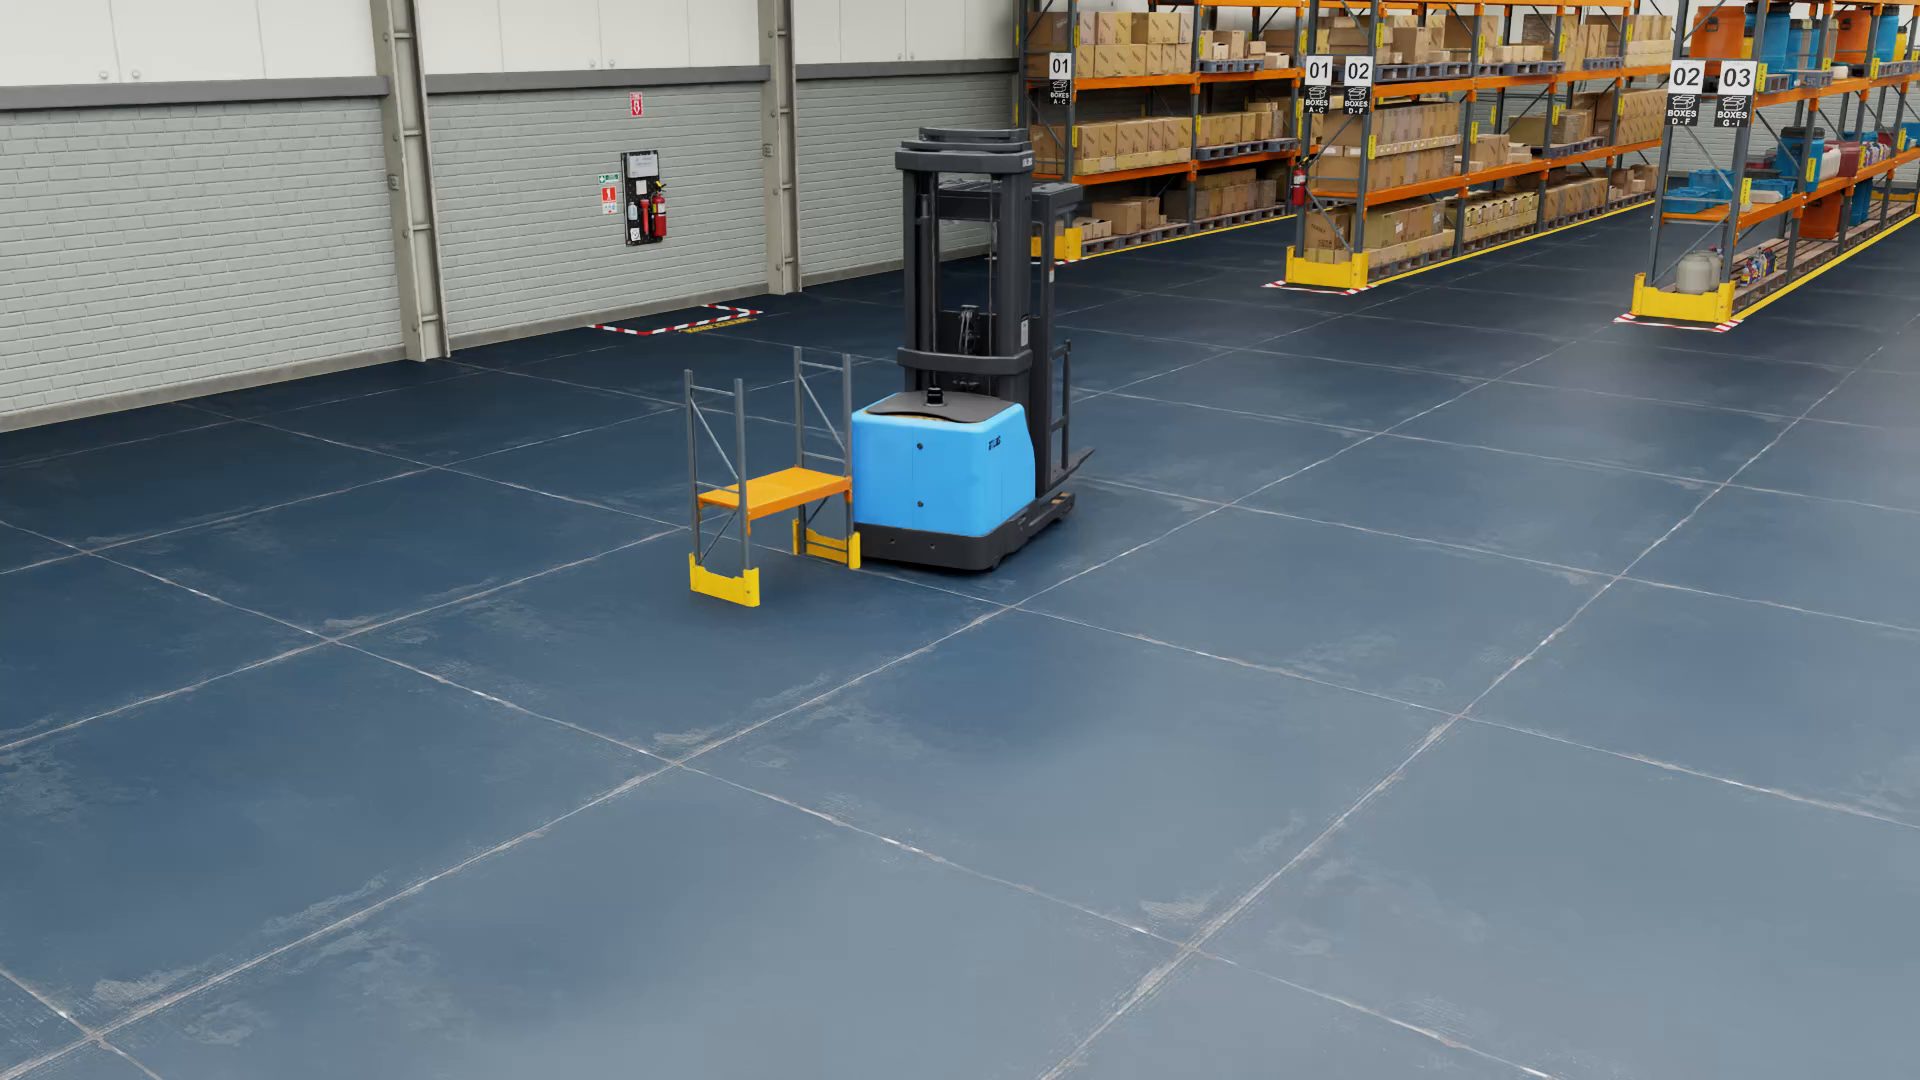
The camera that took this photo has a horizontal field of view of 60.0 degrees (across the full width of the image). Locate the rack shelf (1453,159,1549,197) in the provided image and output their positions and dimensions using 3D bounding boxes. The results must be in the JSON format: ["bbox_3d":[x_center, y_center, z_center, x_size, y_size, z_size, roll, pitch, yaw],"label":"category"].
[{"bbox_3d":[8.925,-6.261,28.559,1.077,0.370,4.000,12,21,35],"label":"rack shelf"}]

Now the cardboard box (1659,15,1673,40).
[{"bbox_3d":[14.591,-10.819,35.111,0.700,0.500,0.500,12,21,35],"label":"cardboard box"}]

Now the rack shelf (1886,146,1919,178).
[{"bbox_3d":[17.668,-7.290,31.874,1.077,0.370,4.000,12,21,35],"label":"rack shelf"}]

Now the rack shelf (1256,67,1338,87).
[{"bbox_3d":[7.328,-9.520,33.998,1.077,0.370,4.000,12,21,35],"label":"rack shelf"}]

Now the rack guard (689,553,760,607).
[{"bbox_3d":[-1.560,0.258,10.992,0.587,0.250,0.087,13,22,36],"label":"rack guard"}]

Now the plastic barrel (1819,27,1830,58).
[{"bbox_3d":[13.040,-7.529,25.649,0.600,0.830,0.708,12,21,35],"label":"plastic barrel"}]

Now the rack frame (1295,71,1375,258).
[{"bbox_3d":[5.350,-5.175,23.851,1.000,3.000,0.127,12,21,35],"label":"rack frame"}]

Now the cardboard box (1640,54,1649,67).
[{"bbox_3d":[13.589,-9.703,33.628,0.500,0.250,0.500,12,21,35],"label":"cardboard box"}]

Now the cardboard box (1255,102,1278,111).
[{"bbox_3d":[5.955,-8.435,32.345,0.380,0.149,0.250,9,20,28],"label":"cardboard box"}]

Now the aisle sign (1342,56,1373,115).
[{"bbox_3d":[5.557,-6.347,23.241,0.394,0.787,0.004,12,21,35],"label":"aisle sign"}]

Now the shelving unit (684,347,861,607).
[{"bbox_3d":[-1.252,-0.455,11.180,0.587,1.500,1.083,13,22,36],"label":"shelving unit"}]

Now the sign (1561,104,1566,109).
[{"bbox_3d":[12.060,-8.541,33.229,0.100,0.325,0.005,12,21,35],"label":"sign"}]

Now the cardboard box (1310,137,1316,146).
[{"bbox_3d":[6.902,-7.989,33.302,0.380,0.149,0.250,13,22,36],"label":"cardboard box"}]

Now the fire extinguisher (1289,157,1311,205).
[{"bbox_3d":[4.907,-5.192,24.036,0.296,0.674,0.183,12,21,35],"label":"fire extinguisher"}]

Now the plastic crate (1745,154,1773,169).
[{"bbox_3d":[11.752,-5.452,24.633,0.402,0.464,0.583,12,21,35],"label":"plastic crate"}]

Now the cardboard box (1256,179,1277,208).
[{"bbox_3d":[5.749,-6.791,32.526,0.700,0.500,0.500,13,21,35],"label":"cardboard box"}]

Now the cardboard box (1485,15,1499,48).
[{"bbox_3d":[8.454,-8.327,27.223,0.500,0.500,0.500,15,23,40],"label":"cardboard box"}]

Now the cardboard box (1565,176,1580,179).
[{"bbox_3d":[12.017,-6.977,33.128,0.500,0.500,0.500,11,21,32],"label":"cardboard box"}]

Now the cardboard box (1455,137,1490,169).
[{"bbox_3d":[8.518,-6.481,27.888,0.500,0.500,0.500,14,22,39],"label":"cardboard box"}]

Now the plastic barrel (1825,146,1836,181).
[{"bbox_3d":[13.401,-5.875,25.915,0.421,0.512,0.421,0,17,0],"label":"plastic barrel"}]

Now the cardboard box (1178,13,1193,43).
[{"bbox_3d":[3.673,-8.802,28.585,0.500,0.500,0.500,10,20,30],"label":"cardboard box"}]

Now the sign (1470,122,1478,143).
[{"bbox_3d":[8.180,-6.481,26.464,0.100,0.325,0.005,12,21,35],"label":"sign"}]

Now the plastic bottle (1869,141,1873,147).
[{"bbox_3d":[16.076,-6.882,29.431,0.144,0.351,0.185,12,21,35],"label":"plastic bottle"}]

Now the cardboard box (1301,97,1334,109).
[{"bbox_3d":[7.229,-8.823,33.629,0.500,0.250,0.500,13,21,35],"label":"cardboard box"}]

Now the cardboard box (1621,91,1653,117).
[{"bbox_3d":[13.928,-8.990,34.279,0.500,0.500,0.500,13,22,36],"label":"cardboard box"}]

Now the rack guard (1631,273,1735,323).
[{"bbox_3d":[9.334,-3.132,21.485,1.175,0.500,0.348,12,21,35],"label":"rack guard"}]

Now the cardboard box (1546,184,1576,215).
[{"bbox_3d":[11.228,-6.399,31.265,0.500,0.500,0.500,12,21,34],"label":"cardboard box"}]

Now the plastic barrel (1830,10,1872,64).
[{"bbox_3d":[14.434,-8.177,27.028,0.600,0.830,0.708,12,21,35],"label":"plastic barrel"}]

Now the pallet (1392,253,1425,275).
[{"bbox_3d":[6.500,-4.322,25.807,1.003,0.211,1.213,12,21,35],"label":"pallet"}]

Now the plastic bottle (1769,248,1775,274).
[{"bbox_3d":[11.557,-3.992,23.767,0.144,0.351,0.185,12,21,33],"label":"plastic bottle"}]

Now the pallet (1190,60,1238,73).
[{"bbox_3d":[4.207,-8.473,29.731,1.213,0.211,1.003,12,21,35],"label":"pallet"}]

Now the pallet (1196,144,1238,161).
[{"bbox_3d":[4.325,-7.067,30.267,1.003,0.211,1.213,12,21,35],"label":"pallet"}]

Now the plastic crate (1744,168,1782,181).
[{"bbox_3d":[11.296,-5.120,23.777,0.767,0.338,0.504,12,21,35],"label":"plastic crate"}]

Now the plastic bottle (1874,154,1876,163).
[{"bbox_3d":[15.856,-6.640,28.902,0.097,0.201,0.097,0,17,0],"label":"plastic bottle"}]

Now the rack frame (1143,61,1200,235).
[{"bbox_3d":[3.753,-7.002,29.735,1.000,3.000,0.127,12,21,35],"label":"rack frame"}]

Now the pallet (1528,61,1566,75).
[{"bbox_3d":[9.785,-8.245,28.999,1.213,0.211,1.003,14,22,37],"label":"pallet"}]

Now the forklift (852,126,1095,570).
[{"bbox_3d":[0.249,-1.589,12.419,1.130,2.935,3.031,7,19,21],"label":"forklift"}]

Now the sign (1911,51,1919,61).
[{"bbox_3d":[16.917,-8.496,29.473,0.100,0.325,0.005,12,21,35],"label":"sign"}]

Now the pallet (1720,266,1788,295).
[{"bbox_3d":[11.276,-3.767,24.020,1.003,0.211,1.213,12,21,35],"label":"pallet"}]

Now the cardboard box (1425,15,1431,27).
[{"bbox_3d":[10.075,-11.362,36.828,0.500,0.500,0.500,11,21,32],"label":"cardboard box"}]

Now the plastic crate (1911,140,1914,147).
[{"bbox_3d":[18.335,-7.720,32.389,0.396,0.136,0.243,12,21,35],"label":"plastic crate"}]

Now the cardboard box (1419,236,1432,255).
[{"bbox_3d":[7.041,-4.627,26.015,0.500,0.250,0.500,12,21,35],"label":"cardboard box"}]

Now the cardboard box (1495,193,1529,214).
[{"bbox_3d":[9.698,-5.943,29.305,0.500,0.311,0.500,12,21,34],"label":"cardboard box"}]

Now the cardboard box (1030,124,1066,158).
[{"bbox_3d":[1.480,-6.496,27.057,0.500,0.500,0.500,12,21,34],"label":"cardboard box"}]

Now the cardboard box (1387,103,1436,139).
[{"bbox_3d":[6.875,-6.449,25.596,0.700,0.500,0.500,12,21,35],"label":"cardboard box"}]

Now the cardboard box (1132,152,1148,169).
[{"bbox_3d":[2.825,-6.414,28.060,0.500,0.250,0.500,13,21,35],"label":"cardboard box"}]

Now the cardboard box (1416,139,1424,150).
[{"bbox_3d":[6.830,-6.017,25.299,0.380,0.149,0.250,13,22,36],"label":"cardboard box"}]

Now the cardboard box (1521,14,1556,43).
[{"bbox_3d":[10.382,-9.141,29.710,0.500,0.500,0.500,12,21,35],"label":"cardboard box"}]

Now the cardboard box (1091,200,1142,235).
[{"bbox_3d":[2.671,-5.517,28.423,0.700,0.500,0.500,11,20,31],"label":"cardboard box"}]

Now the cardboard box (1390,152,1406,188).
[{"bbox_3d":[6.248,-5.575,24.970,0.700,0.500,0.500,13,21,35],"label":"cardboard box"}]

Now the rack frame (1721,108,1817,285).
[{"bbox_3d":[11.710,-5.252,24.097,1.000,3.000,0.127,12,21,35],"label":"rack frame"}]

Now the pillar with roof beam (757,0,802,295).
[{"bbox_3d":[0.975,-7.044,19.755,9.100,9.000,0.400,12,21,35],"label":"pillar with roof beam"}]

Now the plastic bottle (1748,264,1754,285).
[{"bbox_3d":[10.806,-3.639,22.744,0.061,0.283,0.133,13,21,36],"label":"plastic bottle"}]

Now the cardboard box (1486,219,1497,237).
[{"bbox_3d":[8.785,-5.313,28.223,0.500,0.250,0.500,12,21,33],"label":"cardboard box"}]

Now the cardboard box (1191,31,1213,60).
[{"bbox_3d":[4.143,-8.799,29.587,0.500,0.500,0.500,16,24,42],"label":"cardboard box"}]

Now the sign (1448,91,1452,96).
[{"bbox_3d":[11.331,-10.427,38.412,0.100,0.325,0.005,12,21,35],"label":"sign"}]

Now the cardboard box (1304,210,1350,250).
[{"bbox_3d":[5.431,-4.601,24.666,0.500,0.500,0.500,12,21,35],"label":"cardboard box"}]
